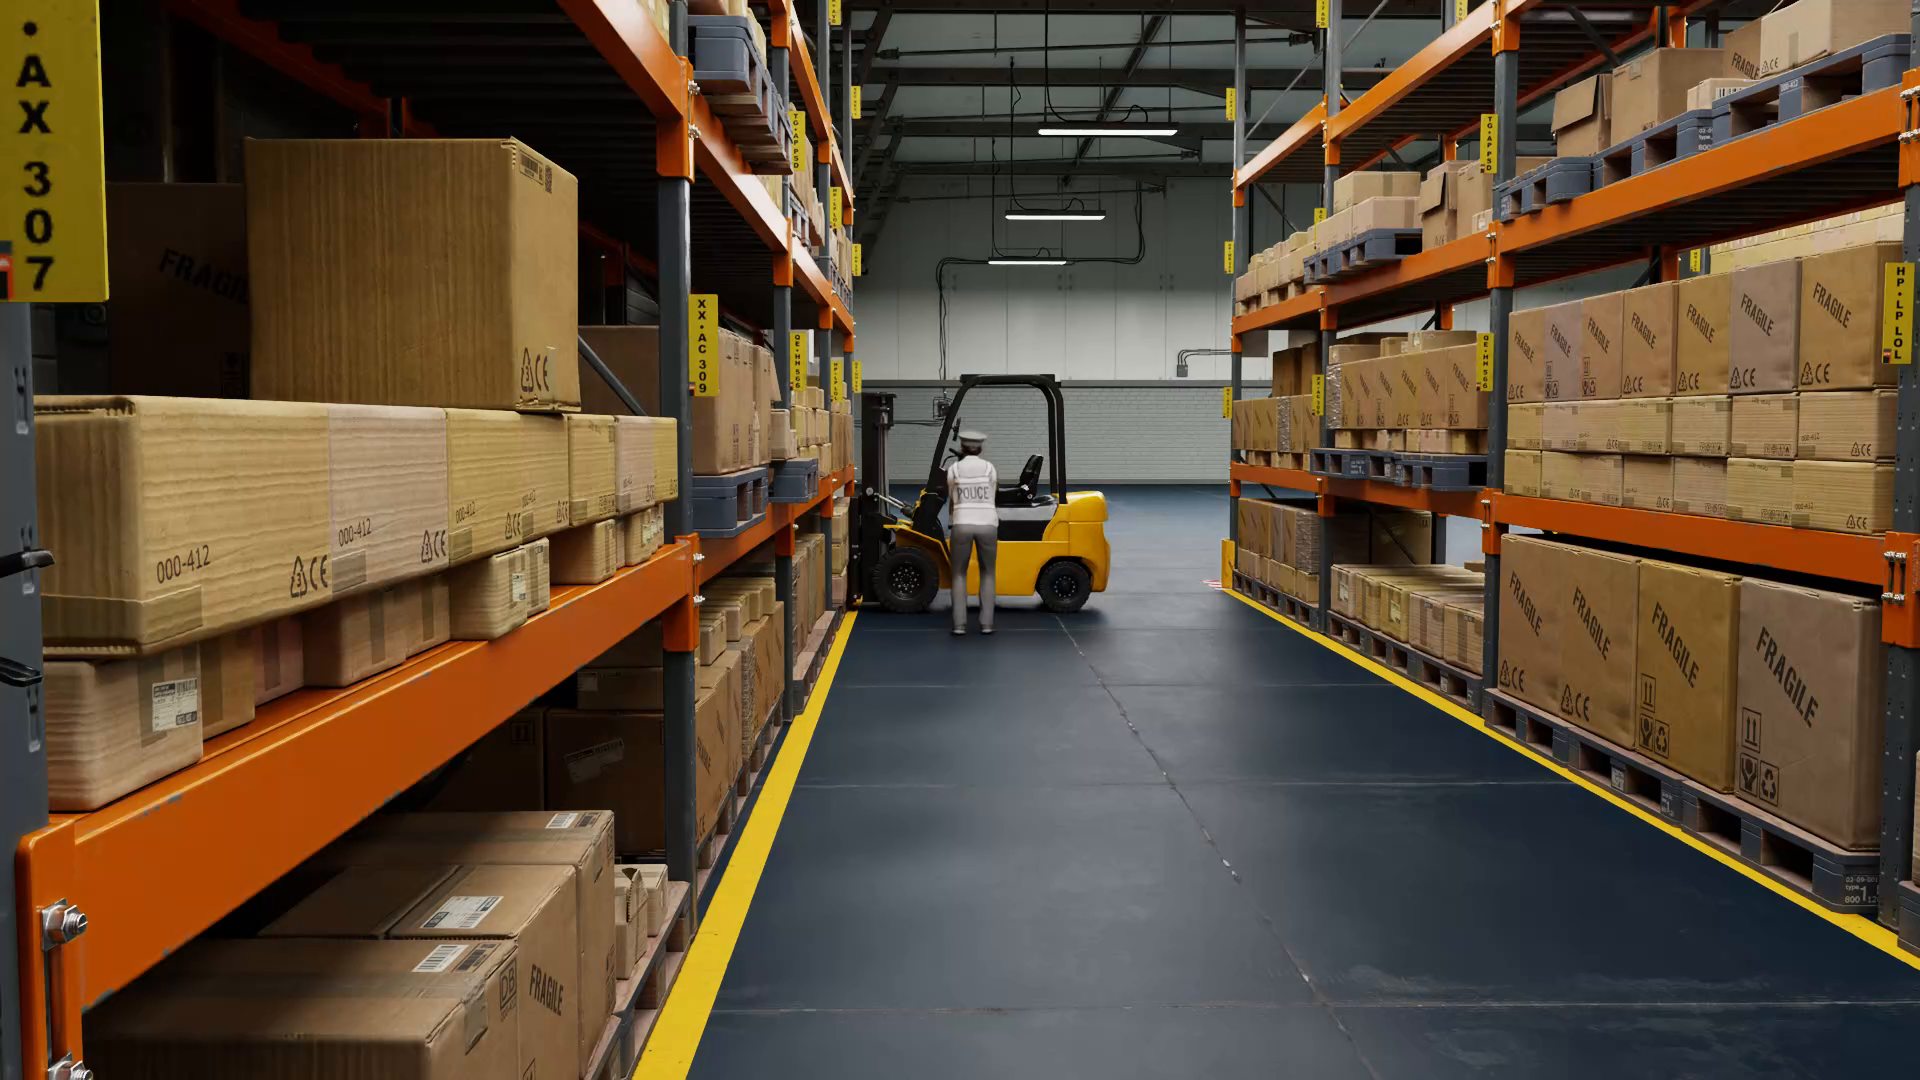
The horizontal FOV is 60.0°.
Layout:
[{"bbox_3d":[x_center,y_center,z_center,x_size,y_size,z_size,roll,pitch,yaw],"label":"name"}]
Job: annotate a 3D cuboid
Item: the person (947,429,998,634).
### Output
[{"bbox_3d":[0.099,-0.067,13.542,0.416,1.665,0.539,0,4,-2],"label":"person"}]
